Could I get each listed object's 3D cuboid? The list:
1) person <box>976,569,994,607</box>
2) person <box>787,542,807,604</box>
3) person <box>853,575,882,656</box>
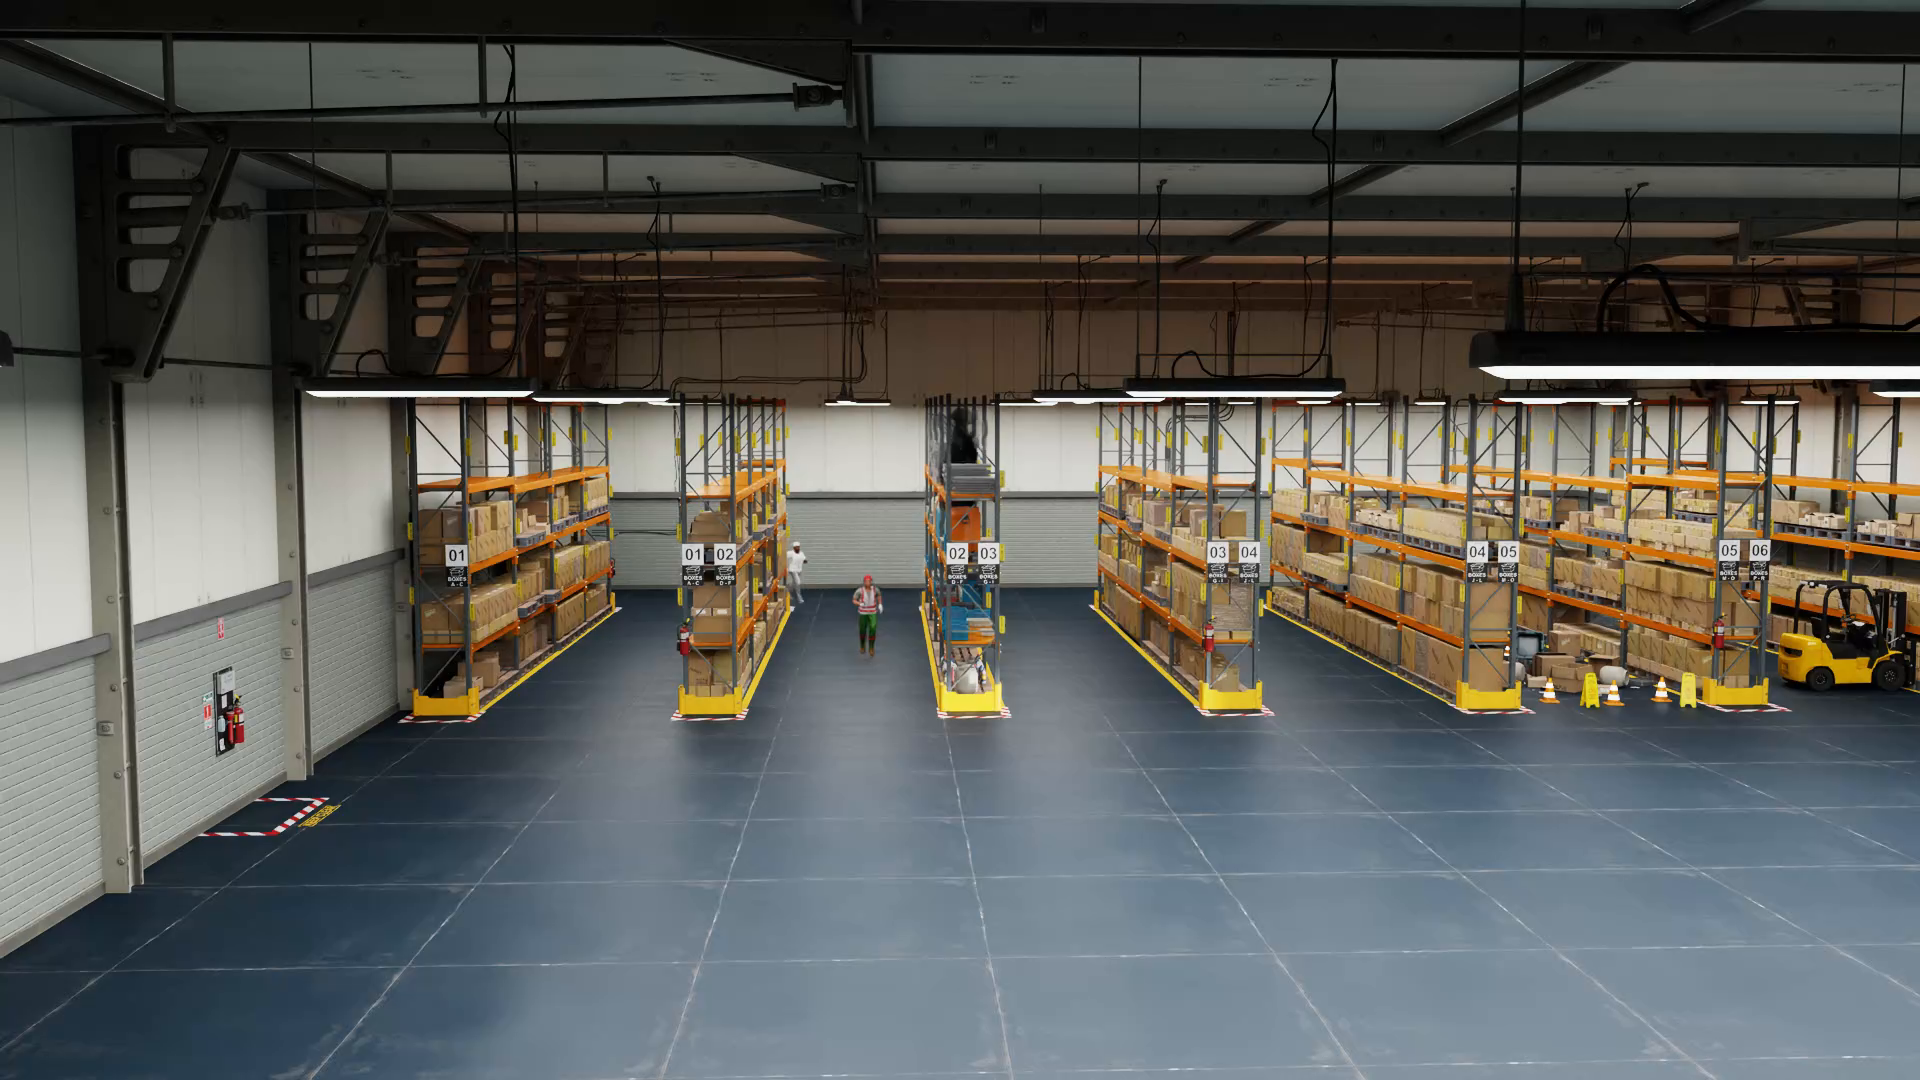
[{"bbox_3d":[0.557,1.077,48.134,0.813,1.700,0.576,3,5,33],"label":"person"},{"bbox_3d":[-4.854,0.945,49.071,0.912,1.799,0.682,4,6,41],"label":"person"},{"bbox_3d":[-2.074,1.671,37.351,0.680,1.799,0.841,-1,5,-11],"label":"person"}]
